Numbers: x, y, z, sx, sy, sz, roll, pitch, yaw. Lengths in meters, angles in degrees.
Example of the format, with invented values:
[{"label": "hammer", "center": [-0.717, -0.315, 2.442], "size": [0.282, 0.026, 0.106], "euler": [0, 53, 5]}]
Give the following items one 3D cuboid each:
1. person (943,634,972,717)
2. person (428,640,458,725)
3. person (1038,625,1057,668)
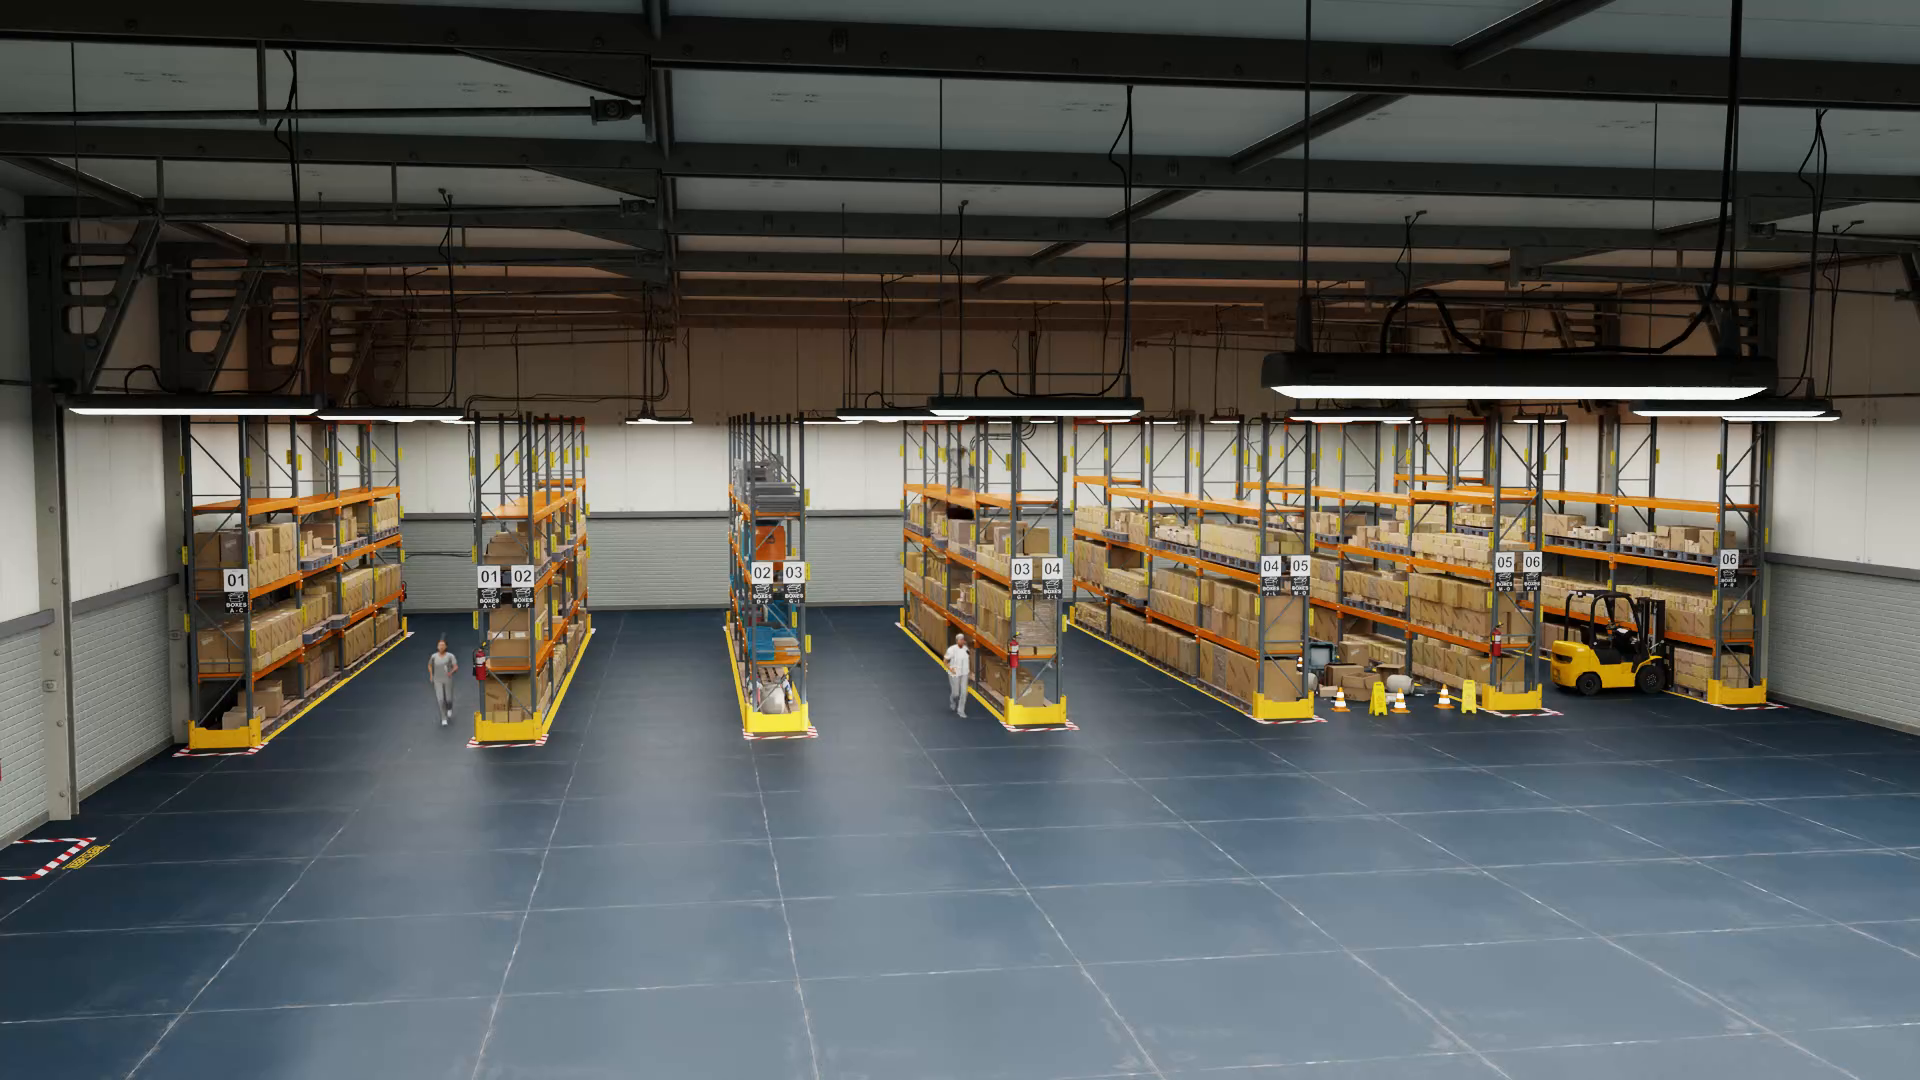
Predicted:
[{"label": "person", "center": [-0.036, 2.678, 33.019], "size": [0.602, 1.640, 0.583], "euler": [-2, 4, -21]}, {"label": "person", "center": [-9.967, 2.723, 32.055], "size": [0.563, 1.632, 0.697], "euler": [-1, 4, -12]}, {"label": "person", "center": [2.097, 2.167, 39.641], "size": [0.581, 1.747, 0.579], "euler": [-1, 4, -15]}]
